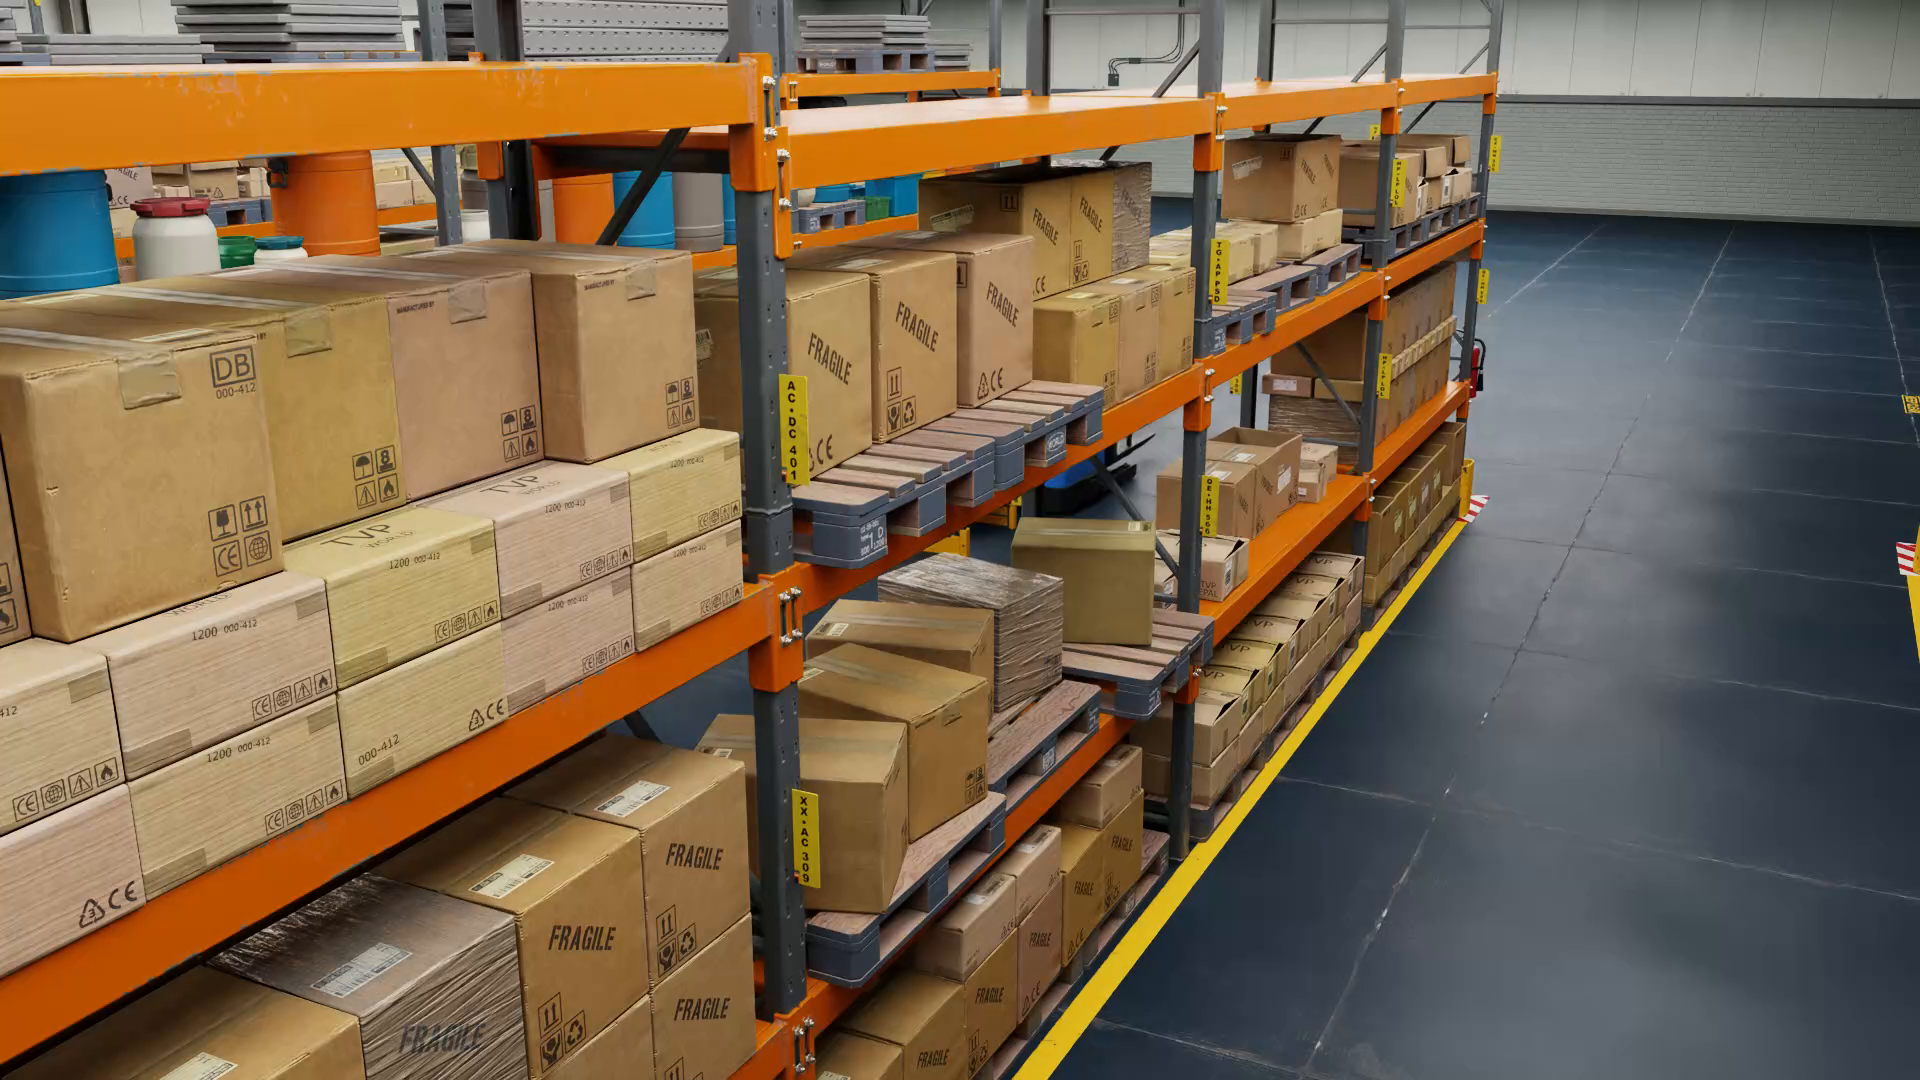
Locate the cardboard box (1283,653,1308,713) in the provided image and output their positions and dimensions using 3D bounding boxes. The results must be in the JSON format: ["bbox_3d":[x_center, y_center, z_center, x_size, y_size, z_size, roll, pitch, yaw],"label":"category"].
[{"bbox_3d":[1.985,0.905,11.026,0.500,0.250,0.500,9,19,26],"label":"cardboard box"}]

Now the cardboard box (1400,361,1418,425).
[{"bbox_3d":[3.473,-1.297,14.174,0.700,0.500,0.500,9,19,27],"label":"cardboard box"}]

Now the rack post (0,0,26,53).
[{"bbox_3d":[-5.005,-2.386,7.611,0.937,0.300,0.954,8,18,24],"label":"rack post"}]

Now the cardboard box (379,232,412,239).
[{"bbox_3d":[-6.088,-2.951,17.462,0.500,0.500,0.500,8,18,25],"label":"cardboard box"}]

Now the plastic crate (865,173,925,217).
[{"bbox_3d":[-0.630,-3.299,15.848,0.392,0.384,0.575,8,18,25],"label":"plastic crate"}]

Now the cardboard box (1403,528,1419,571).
[{"bbox_3d":[3.530,0.041,13.934,0.500,0.250,0.500,8,18,25],"label":"cardboard box"}]

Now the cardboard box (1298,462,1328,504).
[{"bbox_3d":[2.367,-0.431,11.668,0.396,0.266,0.258,8,18,24],"label":"cardboard box"}]

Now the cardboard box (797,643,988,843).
[{"bbox_3d":[-0.317,0.771,6.474,0.700,0.500,0.500,12,20,34],"label":"cardboard box"}]

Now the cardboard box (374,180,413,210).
[{"bbox_3d":[-5.835,-3.452,16.598,0.500,0.250,0.500,7,18,23],"label":"cardboard box"}]

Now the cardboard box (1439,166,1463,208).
[{"bbox_3d":[3.855,-2.956,13.840,0.500,0.311,0.500,11,20,32],"label":"cardboard box"}]

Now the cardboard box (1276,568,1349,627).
[{"bbox_3d":[2.444,0.378,11.814,0.500,0.311,0.500,9,19,27],"label":"cardboard box"}]

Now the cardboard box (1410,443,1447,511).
[{"bbox_3d":[3.975,-0.573,14.685,0.500,0.500,0.500,8,18,25],"label":"cardboard box"}]

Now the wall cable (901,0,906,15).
[{"bbox_3d":[-0.579,-16.539,51.713,3.097,2.526,0.112,8,18,25],"label":"wall cable"}]

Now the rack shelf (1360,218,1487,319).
[{"bbox_3d":[3.489,-2.345,13.872,1.077,0.370,4.000,8,18,25],"label":"rack shelf"}]

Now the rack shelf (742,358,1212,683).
[{"bbox_3d":[-0.086,-0.307,7.011,1.077,0.370,4.000,8,18,25],"label":"rack shelf"}]

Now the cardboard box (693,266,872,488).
[{"bbox_3d":[-0.689,-0.559,5.506,0.600,0.600,0.600,6,18,20],"label":"cardboard box"}]

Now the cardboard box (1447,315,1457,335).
[{"bbox_3d":[4.382,-1.999,15.396,0.380,0.149,0.250,8,18,24],"label":"cardboard box"}]

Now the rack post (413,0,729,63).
[{"bbox_3d":[-2.638,-3.833,11.998,1.013,1.000,3.121,8,18,25],"label":"rack post"}]

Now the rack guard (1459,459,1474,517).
[{"bbox_3d":[4.393,-0.569,16.288,1.175,0.500,0.348,8,18,25],"label":"rack guard"}]

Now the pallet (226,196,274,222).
[{"bbox_3d":[-6.637,-3.208,15.844,1.213,0.211,1.003,8,18,25],"label":"pallet"}]

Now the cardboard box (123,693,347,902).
[{"bbox_3d":[-1.635,0.468,3.401,0.500,0.250,0.500,8,18,25],"label":"cardboard box"}]

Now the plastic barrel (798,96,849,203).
[{"bbox_3d":[-1.294,-3.493,14.856,0.600,0.901,0.708,8,18,25],"label":"plastic barrel"}]

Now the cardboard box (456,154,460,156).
[{"bbox_3d":[-5.490,-4.143,18.224,0.380,0.149,0.250,8,18,25],"label":"cardboard box"}]

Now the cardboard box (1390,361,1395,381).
[{"bbox_3d":[3.230,-1.342,13.185,0.380,0.149,0.250,8,18,25],"label":"cardboard box"}]

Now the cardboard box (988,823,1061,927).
[{"bbox_3d":[0.125,1.448,7.406,0.500,0.250,0.500,8,18,24],"label":"cardboard box"}]

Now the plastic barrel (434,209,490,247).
[{"bbox_3d":[-3.209,-1.886,10.868,0.421,0.512,0.421,0,17,0],"label":"plastic barrel"}]

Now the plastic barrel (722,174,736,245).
[{"bbox_3d":[-1.868,-2.895,13.579,0.600,0.901,0.708,8,18,25],"label":"plastic barrel"}]

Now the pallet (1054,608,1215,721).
[{"bbox_3d":[0.568,0.550,8.467,1.213,0.211,1.003,8,18,25],"label":"pallet"}]

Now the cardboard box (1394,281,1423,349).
[{"bbox_3d":[3.460,-1.910,13.957,0.700,0.500,0.500,8,18,25],"label":"cardboard box"}]

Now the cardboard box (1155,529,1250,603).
[{"bbox_3d":[1.381,0.116,9.748,0.500,0.311,0.500,8,18,25],"label":"cardboard box"}]

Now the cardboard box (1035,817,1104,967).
[{"bbox_3d":[0.368,1.664,7.998,0.500,0.500,0.500,7,18,23],"label":"cardboard box"}]

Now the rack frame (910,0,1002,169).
[{"bbox_3d":[-0.047,-5.268,17.183,1.000,3.000,0.127,8,18,25],"label":"rack frame"}]

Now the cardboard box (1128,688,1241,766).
[{"bbox_3d":[1.305,1.028,9.626,0.500,0.311,0.500,9,19,27],"label":"cardboard box"}]

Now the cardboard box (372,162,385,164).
[{"bbox_3d":[-6.143,-3.812,17.110,0.380,0.149,0.250,7,18,23],"label":"cardboard box"}]

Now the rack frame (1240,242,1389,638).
[{"bbox_3d":[2.595,-0.742,12.481,1.000,3.000,0.127,8,18,25],"label":"rack frame"}]

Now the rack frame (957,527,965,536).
[{"bbox_3d":[-0.189,-0.611,14.674,0.500,1.500,0.032,8,18,25],"label":"rack frame"}]

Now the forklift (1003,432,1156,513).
[{"bbox_3d":[1.197,-2.036,16.958,1.130,2.935,3.031,8,18,25],"label":"forklift"}]

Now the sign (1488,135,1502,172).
[{"bbox_3d":[4.862,-3.513,15.126,0.100,0.325,0.005,8,18,25],"label":"sign"}]

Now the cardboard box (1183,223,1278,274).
[{"bbox_3d":[1.686,-1.831,10.402,0.500,0.250,0.500,6,18,21],"label":"cardboard box"}]

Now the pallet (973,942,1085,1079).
[{"bbox_3d":[-0.106,2.108,7.782,1.003,0.211,1.213,8,18,25],"label":"pallet"}]

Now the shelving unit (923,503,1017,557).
[{"bbox_3d":[0.034,-0.738,15.102,0.587,1.500,1.083,8,18,25],"label":"shelving unit"}]

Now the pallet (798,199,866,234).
[{"bbox_3d":[-1.600,-2.917,14.867,1.213,0.211,1.003,8,18,25],"label":"pallet"}]

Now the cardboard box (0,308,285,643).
[{"bbox_3d":[-1.818,-0.157,3.310,0.700,0.500,0.500,8,18,25],"label":"cardboard box"}]

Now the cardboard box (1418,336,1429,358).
[{"bbox_3d":[3.805,-1.669,14.285,0.380,0.149,0.250,9,19,27],"label":"cardboard box"}]

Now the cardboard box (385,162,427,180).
[{"bbox_3d":[-5.646,-3.748,16.894,0.380,0.149,0.250,8,18,26],"label":"cardboard box"}]

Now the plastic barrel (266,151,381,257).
[{"bbox_3d":[-3.878,-2.056,10.142,0.600,0.830,0.708,8,18,25],"label":"plastic barrel"}]

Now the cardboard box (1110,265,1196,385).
[{"bbox_3d":[0.643,-1.094,8.221,0.910,0.500,0.500,8,18,25],"label":"cardboard box"}]

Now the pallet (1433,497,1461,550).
[{"bbox_3d":[4.078,-0.225,15.635,1.003,0.211,1.213,8,18,25],"label":"pallet"}]

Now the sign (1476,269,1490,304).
[{"bbox_3d":[4.862,-2.357,15.469,0.100,0.325,0.005,8,18,25],"label":"sign"}]

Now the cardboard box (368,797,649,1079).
[{"bbox_3d":[-1.200,1.061,4.479,0.500,0.500,0.500,8,18,24],"label":"cardboard box"}]

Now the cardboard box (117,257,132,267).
[{"bbox_3d":[-10.320,-3.495,19.587,0.875,0.550,0.550,8,18,25],"label":"cardboard box"}]

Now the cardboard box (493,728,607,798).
[{"bbox_3d":[-1.442,0.852,5.181,0.500,0.500,0.500,9,19,27],"label":"cardboard box"}]

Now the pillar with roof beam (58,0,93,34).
[{"bbox_3d":[-12.371,-8.708,28.762,9.100,9.000,0.400,8,18,25],"label":"pillar with roof beam"}]

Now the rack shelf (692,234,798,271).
[{"bbox_3d":[-2.728,-1.957,12.567,1.077,0.370,4.000,8,18,25],"label":"rack shelf"}]

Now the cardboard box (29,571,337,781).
[{"bbox_3d":[-1.630,0.229,3.327,0.500,0.250,0.500,8,18,25],"label":"cardboard box"}]

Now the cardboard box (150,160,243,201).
[{"bbox_3d":[-6.984,-3.345,15.057,0.797,0.503,0.637,9,19,28],"label":"cardboard box"}]
